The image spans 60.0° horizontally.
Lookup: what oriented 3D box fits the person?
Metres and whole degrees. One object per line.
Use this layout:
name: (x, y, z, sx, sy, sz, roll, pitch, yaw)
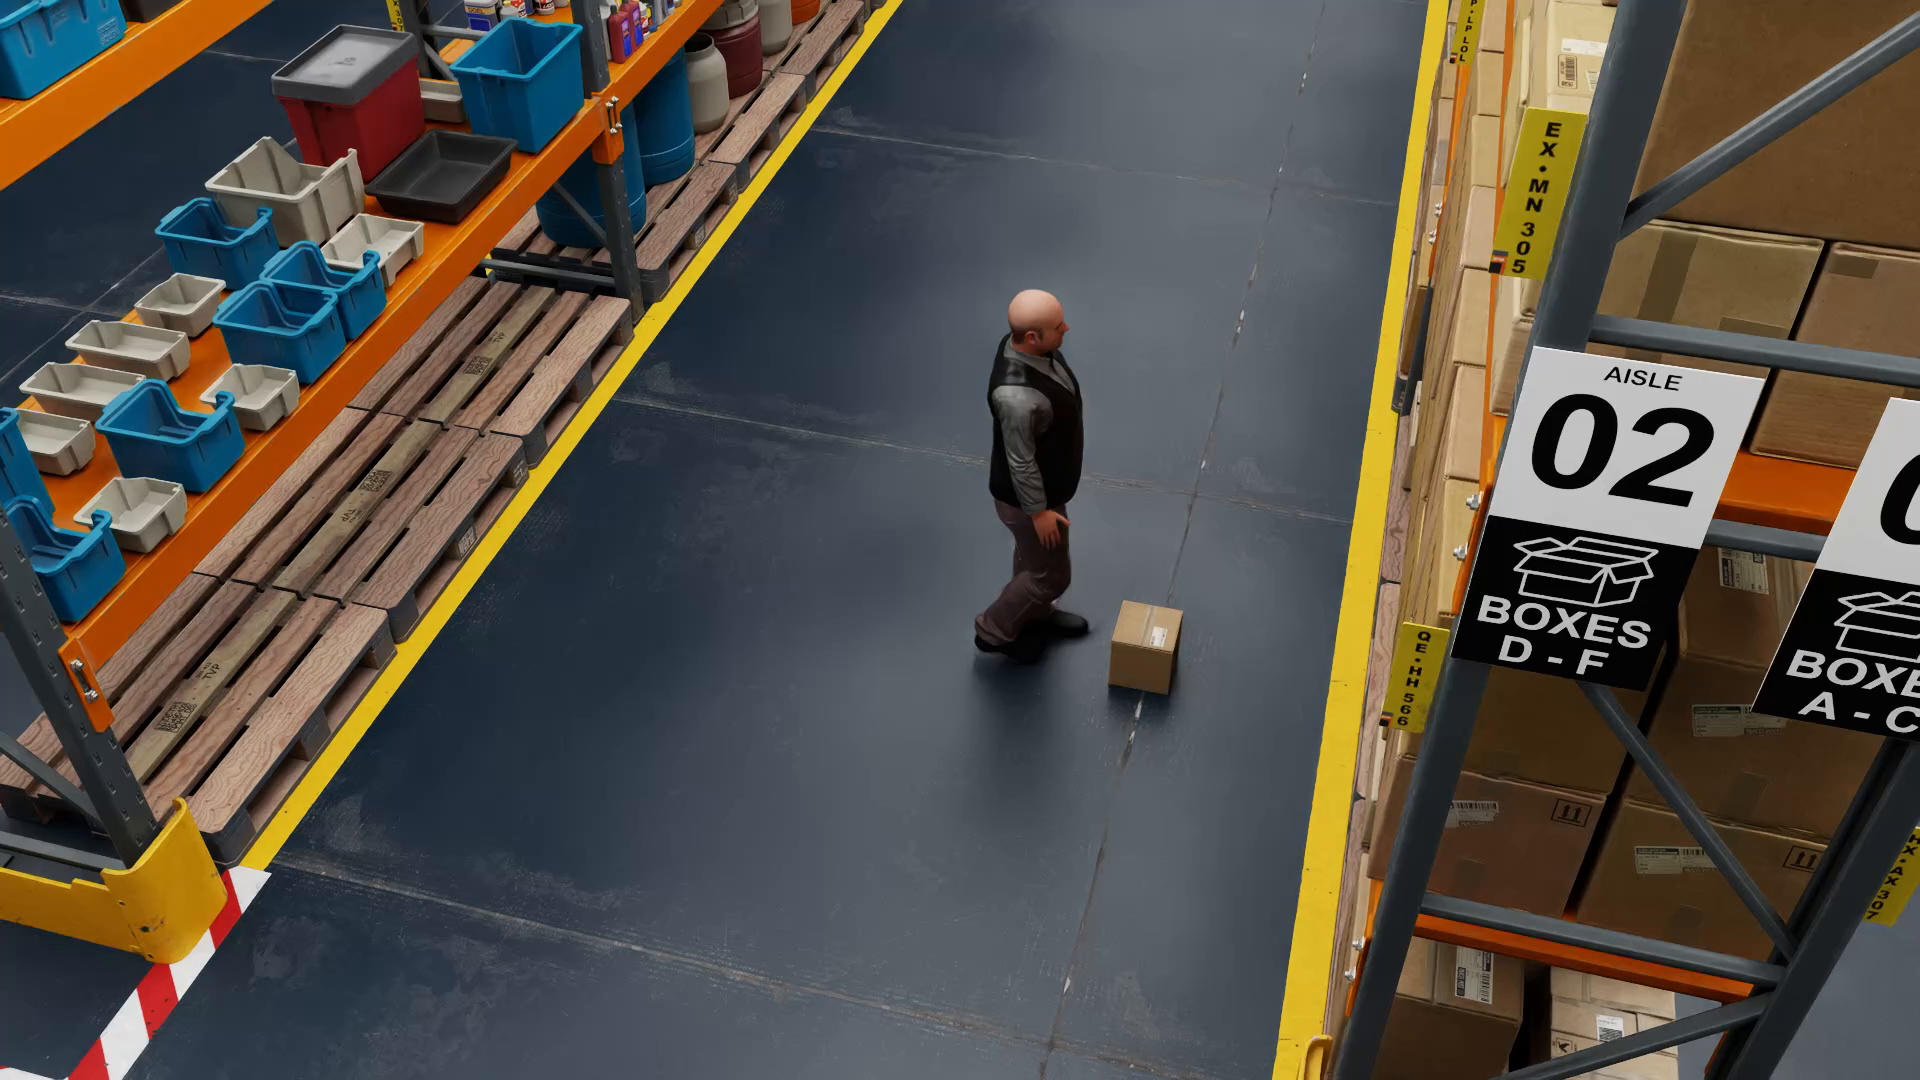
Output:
person: (0.297, -0.217, 6.415, 0.463, 1.731, 0.552, 5, 41, 6)
